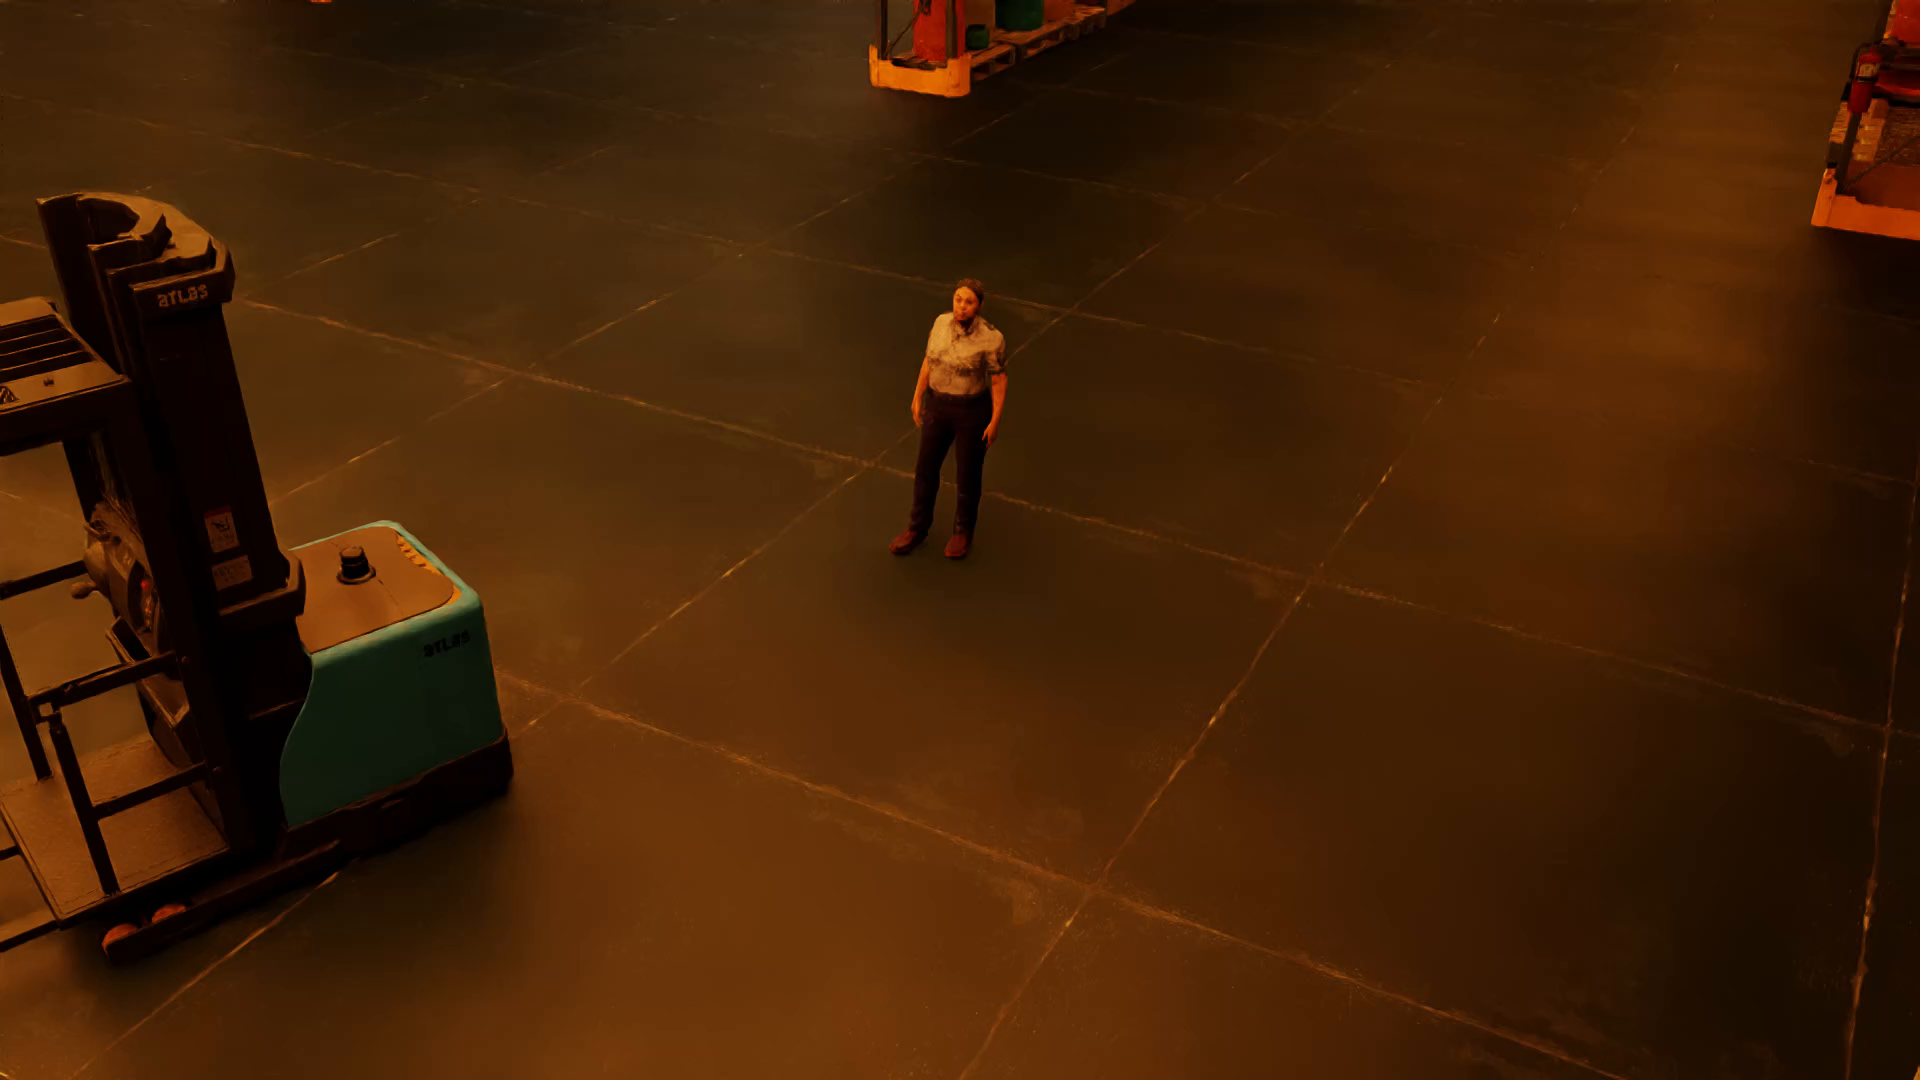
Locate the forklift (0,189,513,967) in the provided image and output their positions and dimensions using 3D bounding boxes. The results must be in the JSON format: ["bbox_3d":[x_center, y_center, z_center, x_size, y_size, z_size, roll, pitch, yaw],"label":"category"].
[{"bbox_3d":[-3.585,0.202,6.721,3.031,2.935,1.130,-23,37,-34],"label":"forklift"}]

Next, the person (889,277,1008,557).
[{"bbox_3d":[-0.063,-0.681,9.531,0.599,1.640,0.502,15,33,25],"label":"person"}]
